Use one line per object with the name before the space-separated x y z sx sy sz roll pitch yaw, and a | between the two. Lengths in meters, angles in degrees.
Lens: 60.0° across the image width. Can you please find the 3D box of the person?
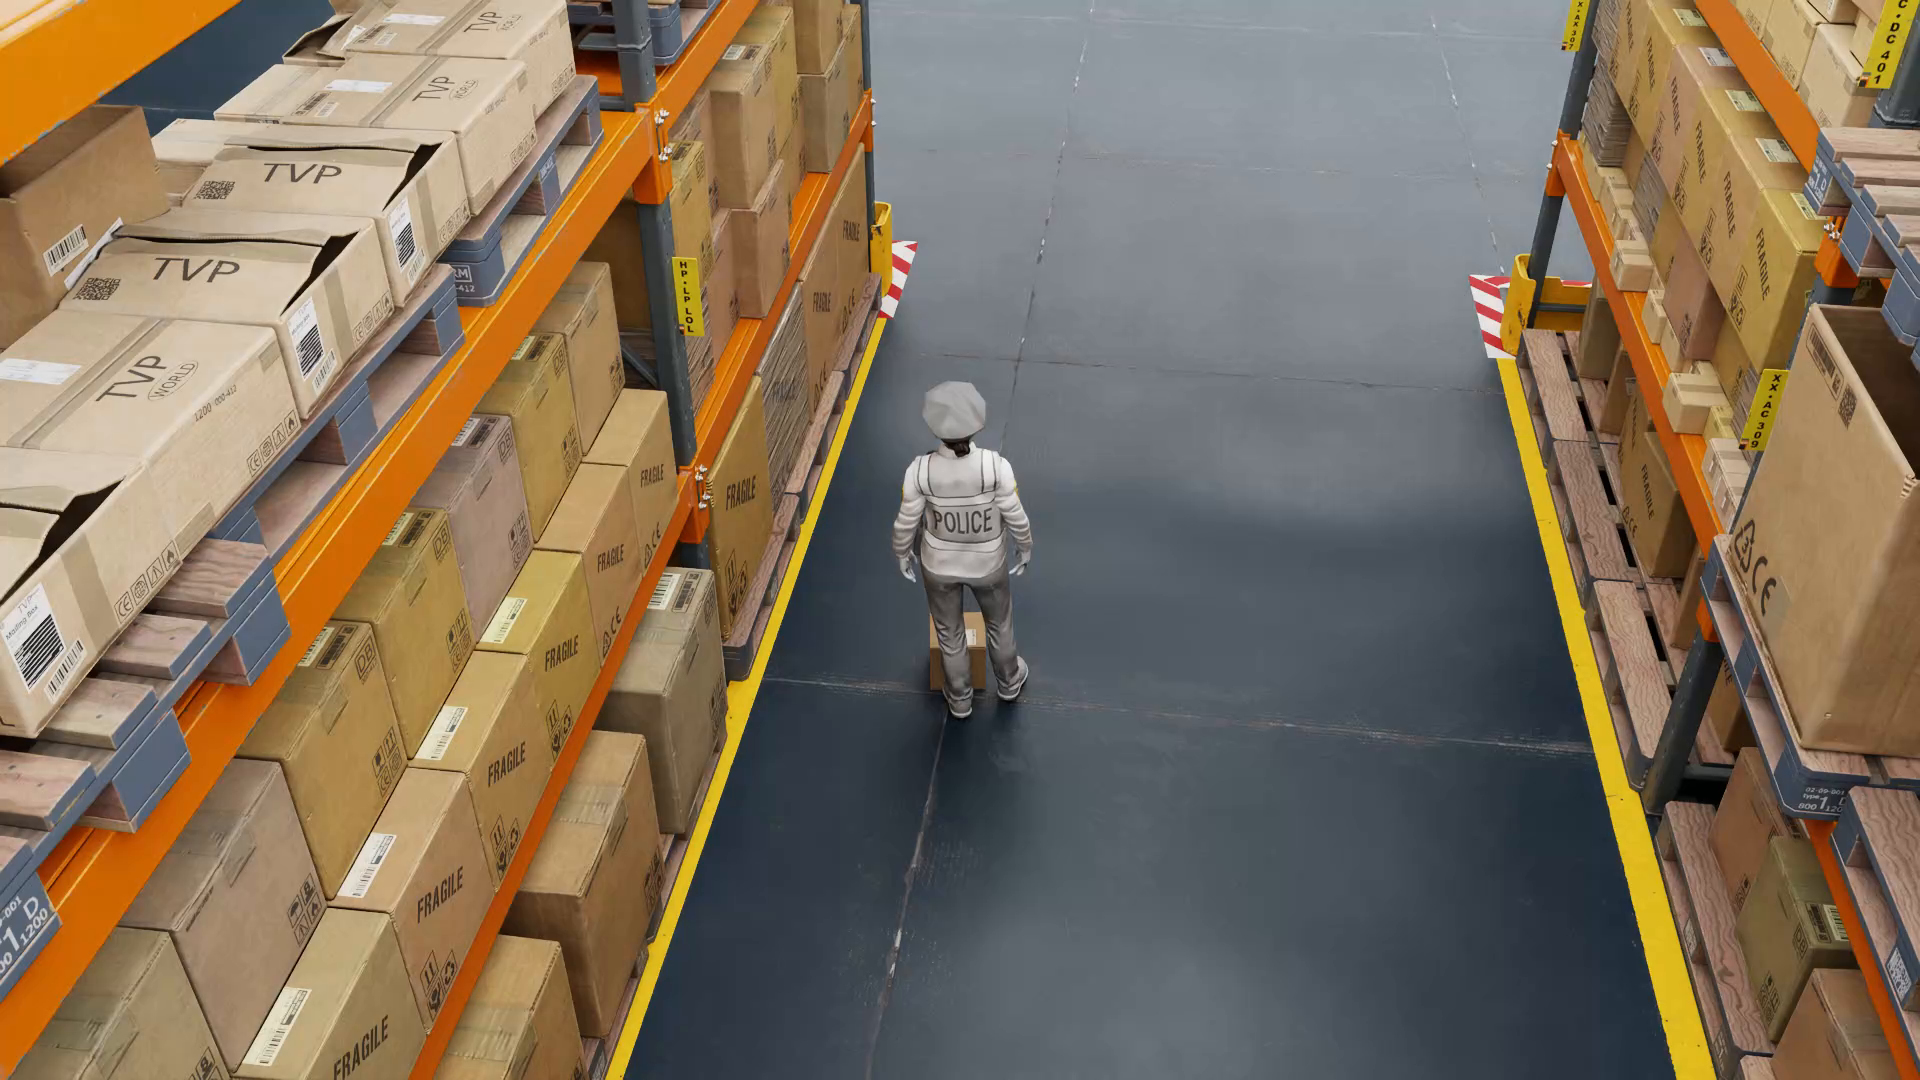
person | 0.015 0.038 6.943 0.588 1.697 0.534 0 36 0
